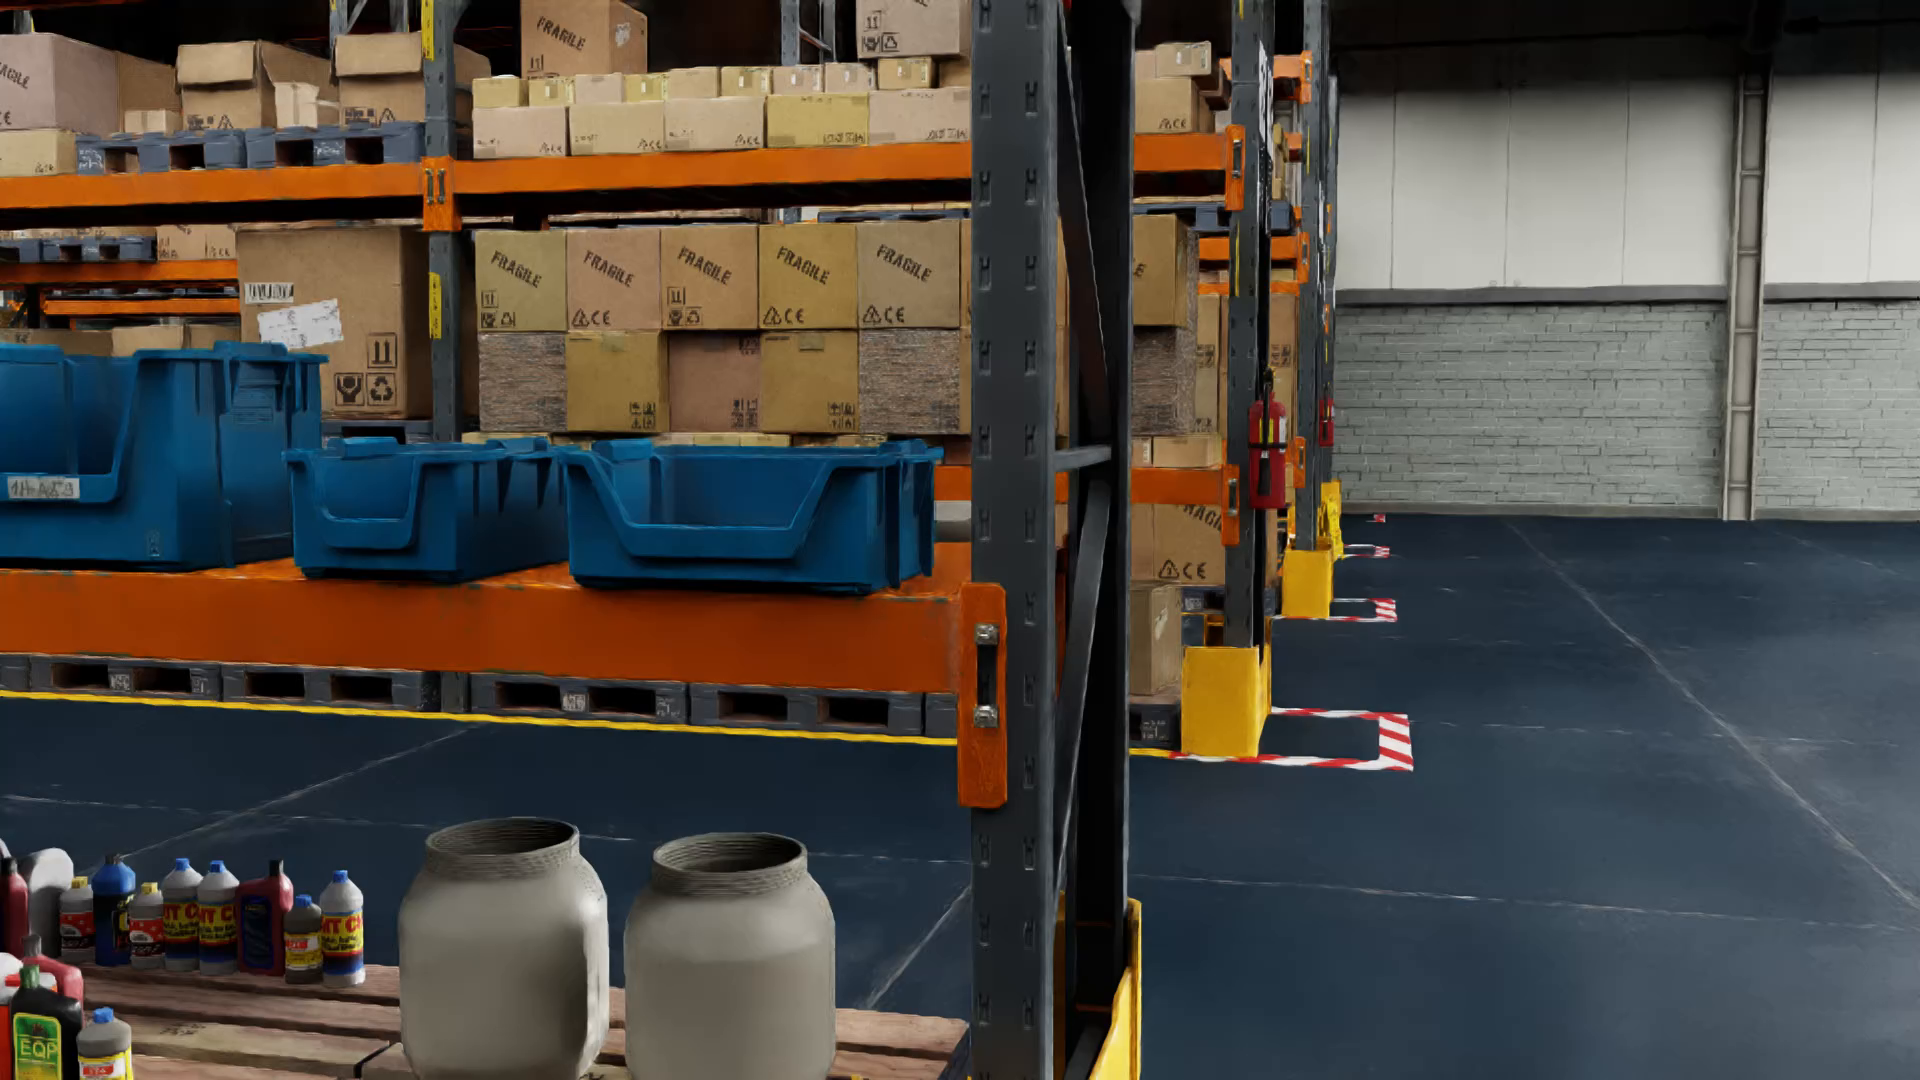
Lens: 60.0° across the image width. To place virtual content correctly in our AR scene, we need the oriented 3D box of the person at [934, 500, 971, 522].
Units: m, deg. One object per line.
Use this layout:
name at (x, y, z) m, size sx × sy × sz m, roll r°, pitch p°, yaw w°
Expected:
person at (0.072, -0.045, 10.045) m, size 0.600 × 1.615 × 0.401 m, roll 2°, pitch 5°, yaw 23°
